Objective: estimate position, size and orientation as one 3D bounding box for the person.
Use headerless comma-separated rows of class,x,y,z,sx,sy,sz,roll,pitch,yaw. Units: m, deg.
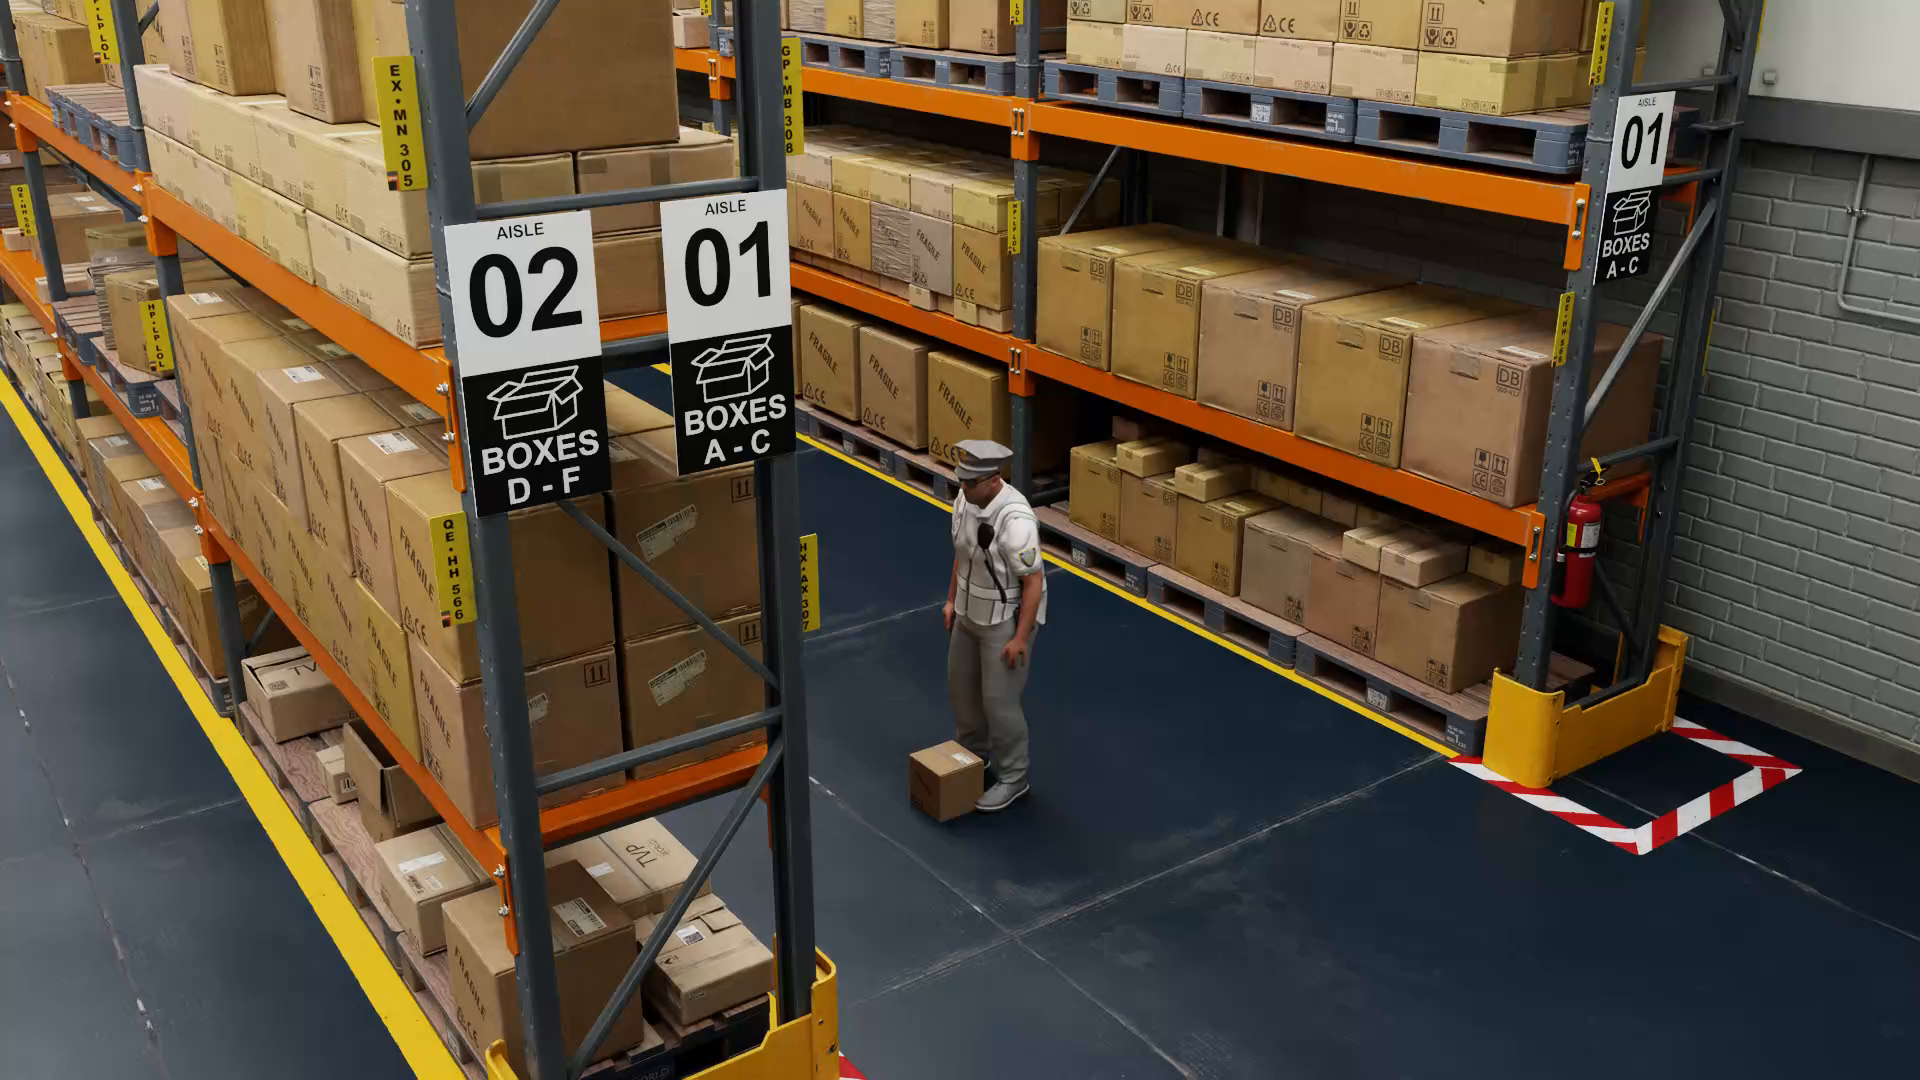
person,0.154,0.364,7.634,0.432,1.748,0.585,-15,26,-33
